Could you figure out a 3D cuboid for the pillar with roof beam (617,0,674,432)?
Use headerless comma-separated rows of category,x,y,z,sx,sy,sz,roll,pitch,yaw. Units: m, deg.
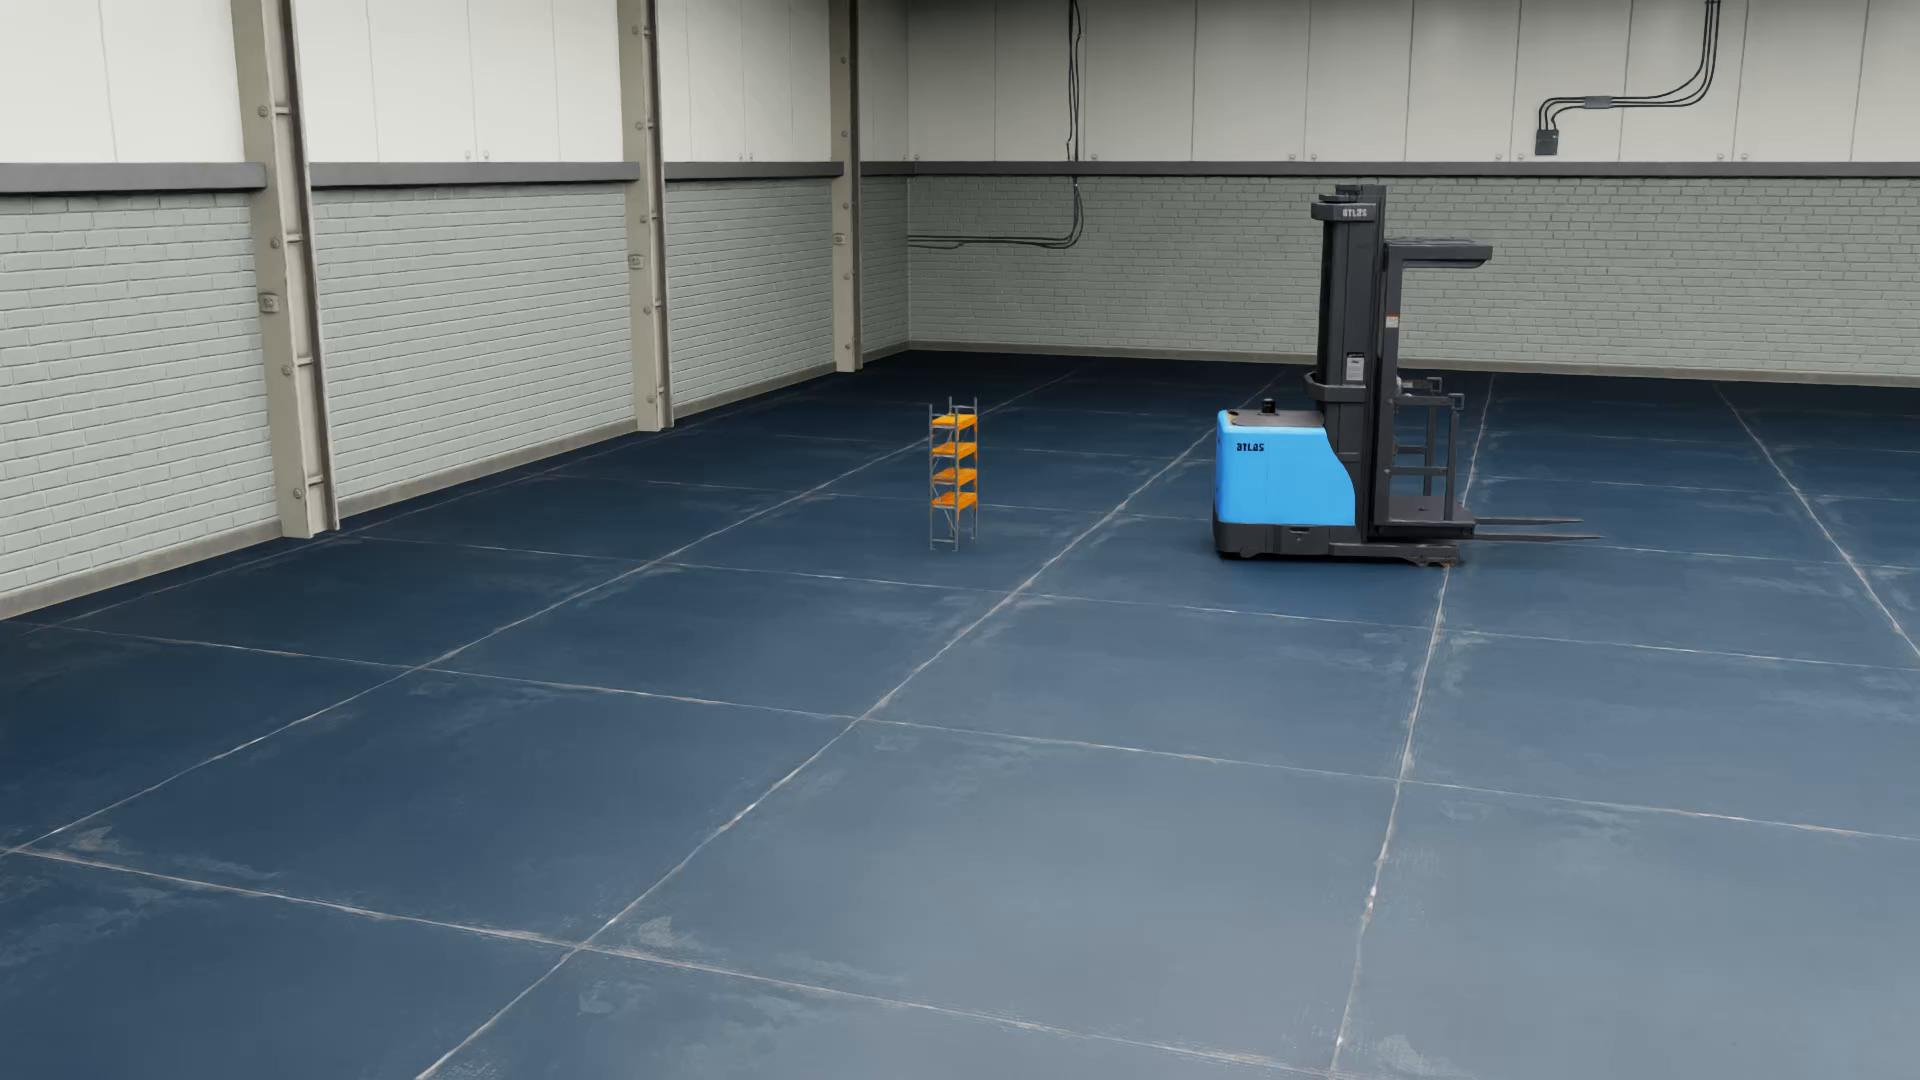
pillar with roof beam,0.437,-5.405,17.447,9.100,9.000,0.400,4,14,18

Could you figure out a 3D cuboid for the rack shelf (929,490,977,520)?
rack shelf,-0.054,-0.291,13.761,0.258,0.148,0.480,4,14,18

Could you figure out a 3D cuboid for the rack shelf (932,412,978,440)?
rack shelf,-0.054,-0.933,13.614,0.258,0.148,0.480,4,14,18

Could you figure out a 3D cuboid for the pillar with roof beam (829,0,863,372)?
pillar with roof beam,2.379,-6.669,22.982,9.100,9.000,0.400,4,14,18

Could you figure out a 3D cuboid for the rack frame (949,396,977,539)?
rack frame,0.025,-0.601,13.927,0.240,1.200,0.015,4,14,18

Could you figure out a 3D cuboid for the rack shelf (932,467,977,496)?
rack shelf,-0.054,-0.485,13.717,0.258,0.148,0.480,4,14,18

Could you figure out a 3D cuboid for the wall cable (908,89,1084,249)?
wall cable,0.510,-5.990,26.986,3.097,2.526,0.112,4,14,18

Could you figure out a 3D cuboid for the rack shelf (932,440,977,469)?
rack shelf,-0.054,-0.703,13.667,0.258,0.148,0.480,4,14,18

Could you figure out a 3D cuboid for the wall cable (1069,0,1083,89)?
wall cable,3.070,-8.257,25.571,3.097,2.526,0.112,4,14,18

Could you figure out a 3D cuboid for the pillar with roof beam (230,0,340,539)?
pillar with roof beam,-1.504,-4.142,11.912,9.100,9.000,0.400,4,14,18

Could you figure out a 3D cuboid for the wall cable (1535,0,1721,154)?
wall cable,9.487,-8.475,23.253,2.305,6.003,0.169,4,14,18

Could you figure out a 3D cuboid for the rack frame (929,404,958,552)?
rack frame,-0.132,-0.499,13.477,0.240,1.200,0.015,4,14,18

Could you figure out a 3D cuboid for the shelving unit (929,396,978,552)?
shelving unit,-0.054,-0.550,13.702,0.258,1.200,0.503,4,14,18

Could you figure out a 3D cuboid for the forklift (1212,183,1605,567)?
forklift,3.610,-1.344,13.288,3.031,2.935,1.130,1,13,6
